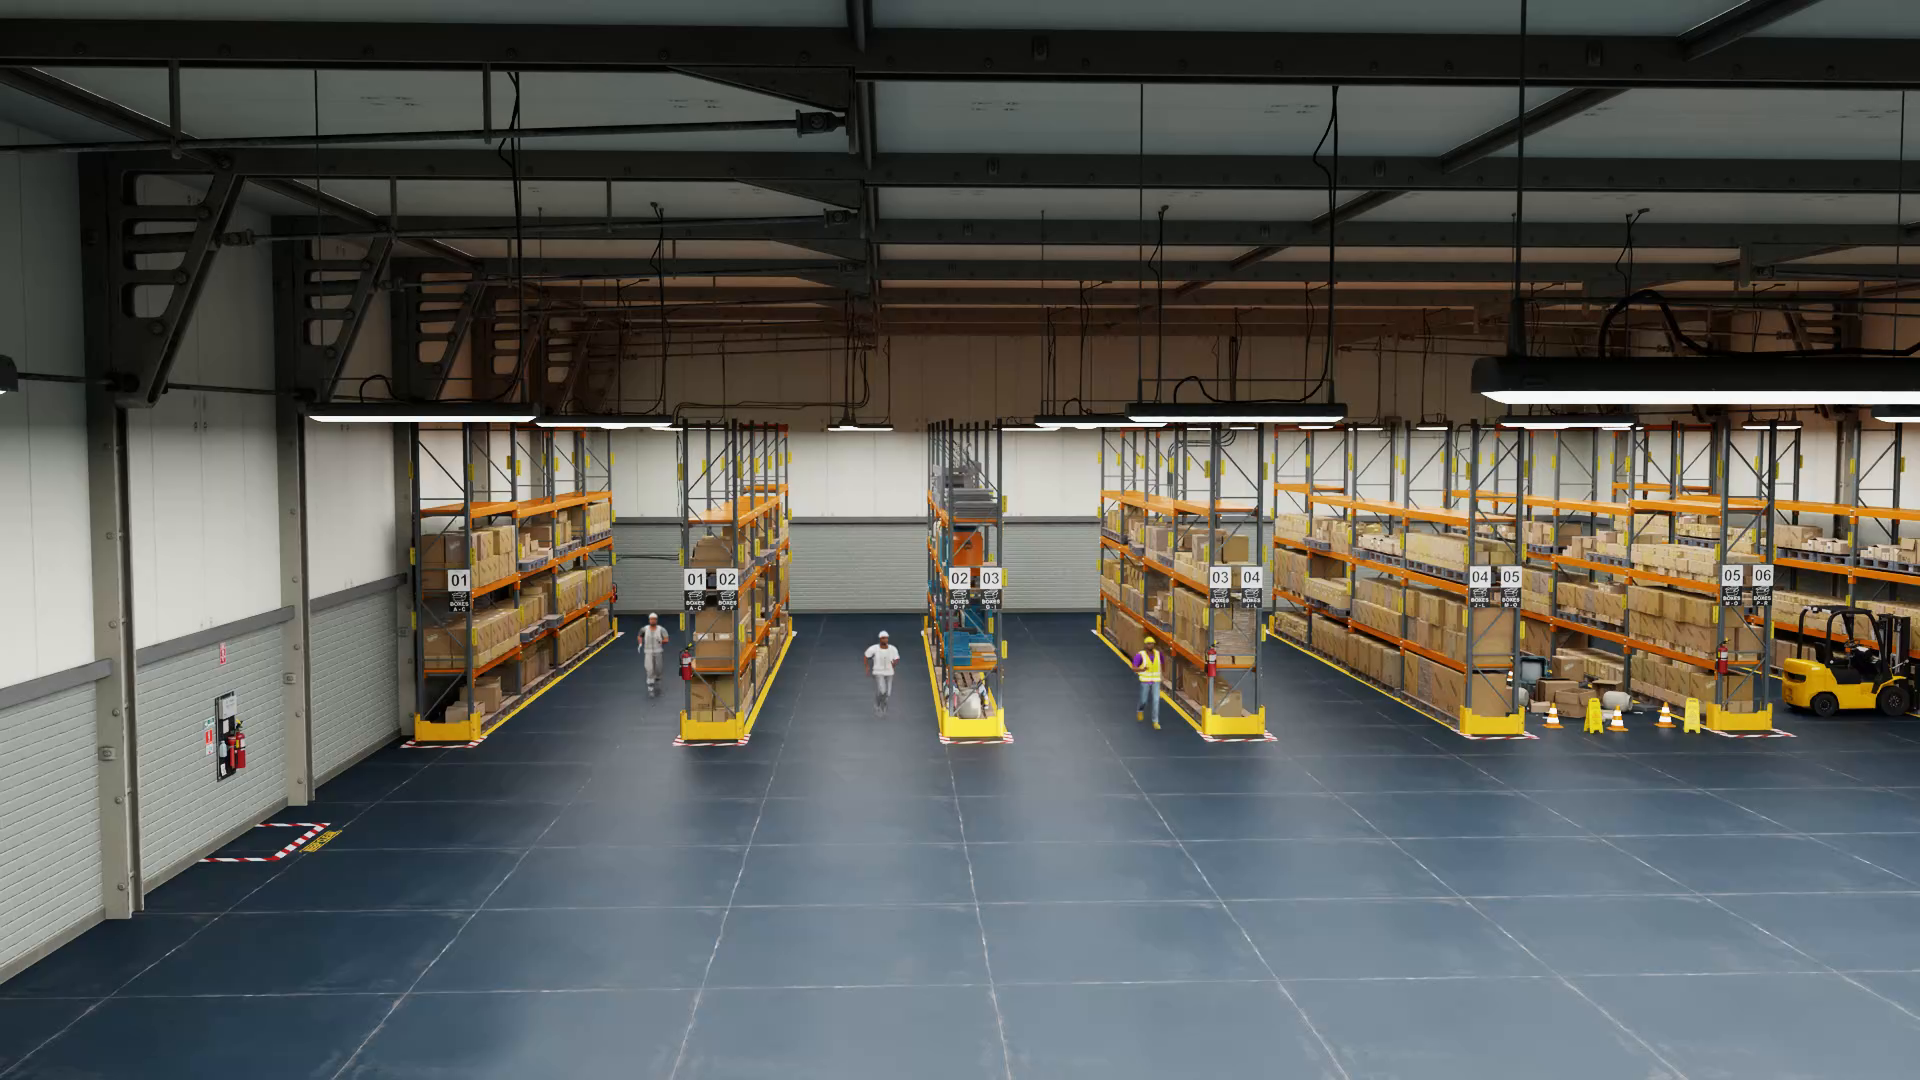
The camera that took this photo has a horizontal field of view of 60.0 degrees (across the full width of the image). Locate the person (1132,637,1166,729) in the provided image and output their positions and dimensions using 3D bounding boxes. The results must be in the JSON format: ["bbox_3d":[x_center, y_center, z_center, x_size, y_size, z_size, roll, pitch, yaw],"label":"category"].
[{"bbox_3d":[3.696,2.752,32.403,0.712,1.744,0.961,0,4,-7],"label":"person"}]

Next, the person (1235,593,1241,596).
[{"bbox_3d":[7.729,1.954,46.075,0.612,1.692,0.637,0,4,6],"label":"person"}]

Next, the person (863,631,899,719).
[{"bbox_3d":[-1.533,2.706,33.353,0.676,1.754,0.683,-1,4,-22],"label":"person"}]

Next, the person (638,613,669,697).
[{"bbox_3d":[-6.682,2.477,36.249,0.662,1.773,1.002,-1,4,-11],"label":"person"}]
